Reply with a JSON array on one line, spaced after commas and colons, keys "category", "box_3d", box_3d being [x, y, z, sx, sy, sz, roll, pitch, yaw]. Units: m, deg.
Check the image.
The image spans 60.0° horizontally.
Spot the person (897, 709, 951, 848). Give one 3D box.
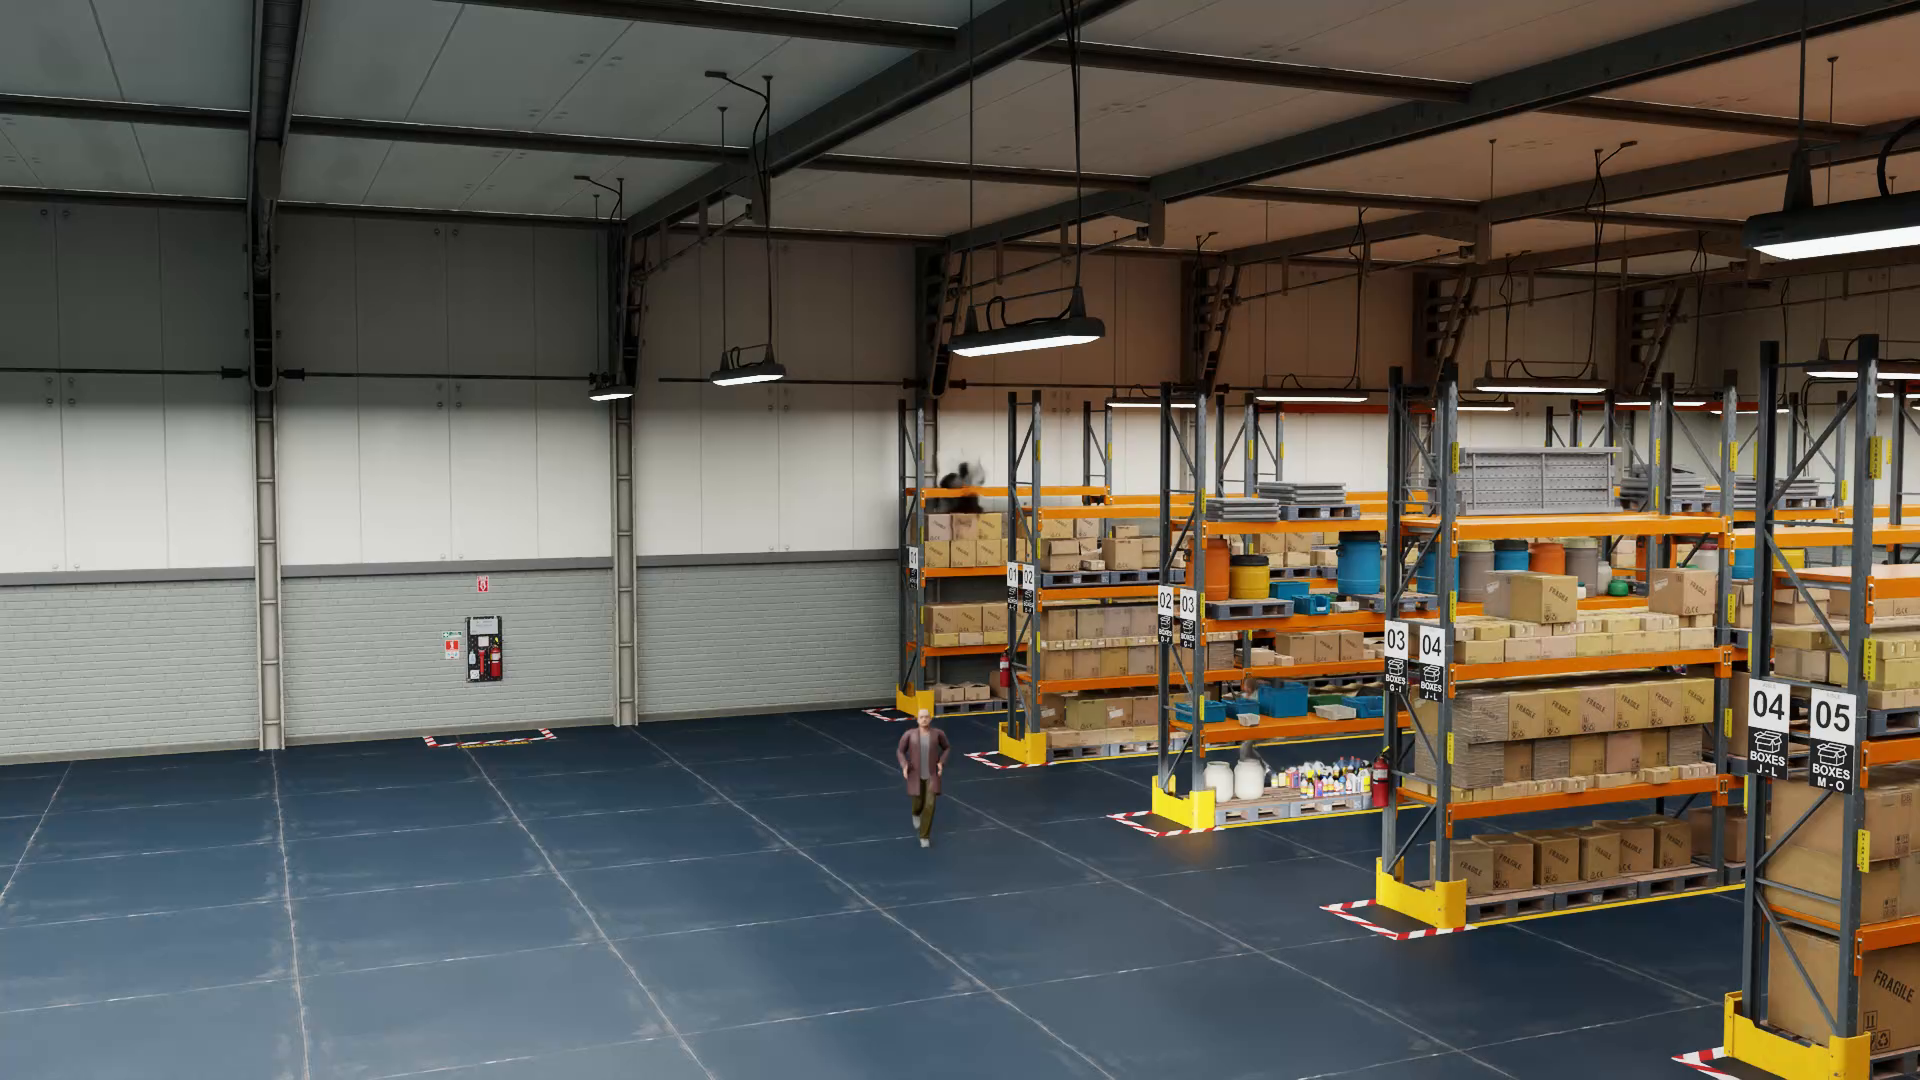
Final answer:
[{"category": "person", "box_3d": [-0.461, 3.044, 21.469, 0.711, 1.743, 0.756, 0, 3, -5]}]

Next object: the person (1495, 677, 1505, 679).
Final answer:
[{"category": "person", "box_3d": [8.801, 2.719, 26.928, 0.590, 1.743, 0.657, -2, 4, -27]}]

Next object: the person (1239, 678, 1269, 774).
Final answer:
[{"category": "person", "box_3d": [4.356, 2.890, 25.017, 0.798, 1.582, 0.528, -2, 4, -27]}]
